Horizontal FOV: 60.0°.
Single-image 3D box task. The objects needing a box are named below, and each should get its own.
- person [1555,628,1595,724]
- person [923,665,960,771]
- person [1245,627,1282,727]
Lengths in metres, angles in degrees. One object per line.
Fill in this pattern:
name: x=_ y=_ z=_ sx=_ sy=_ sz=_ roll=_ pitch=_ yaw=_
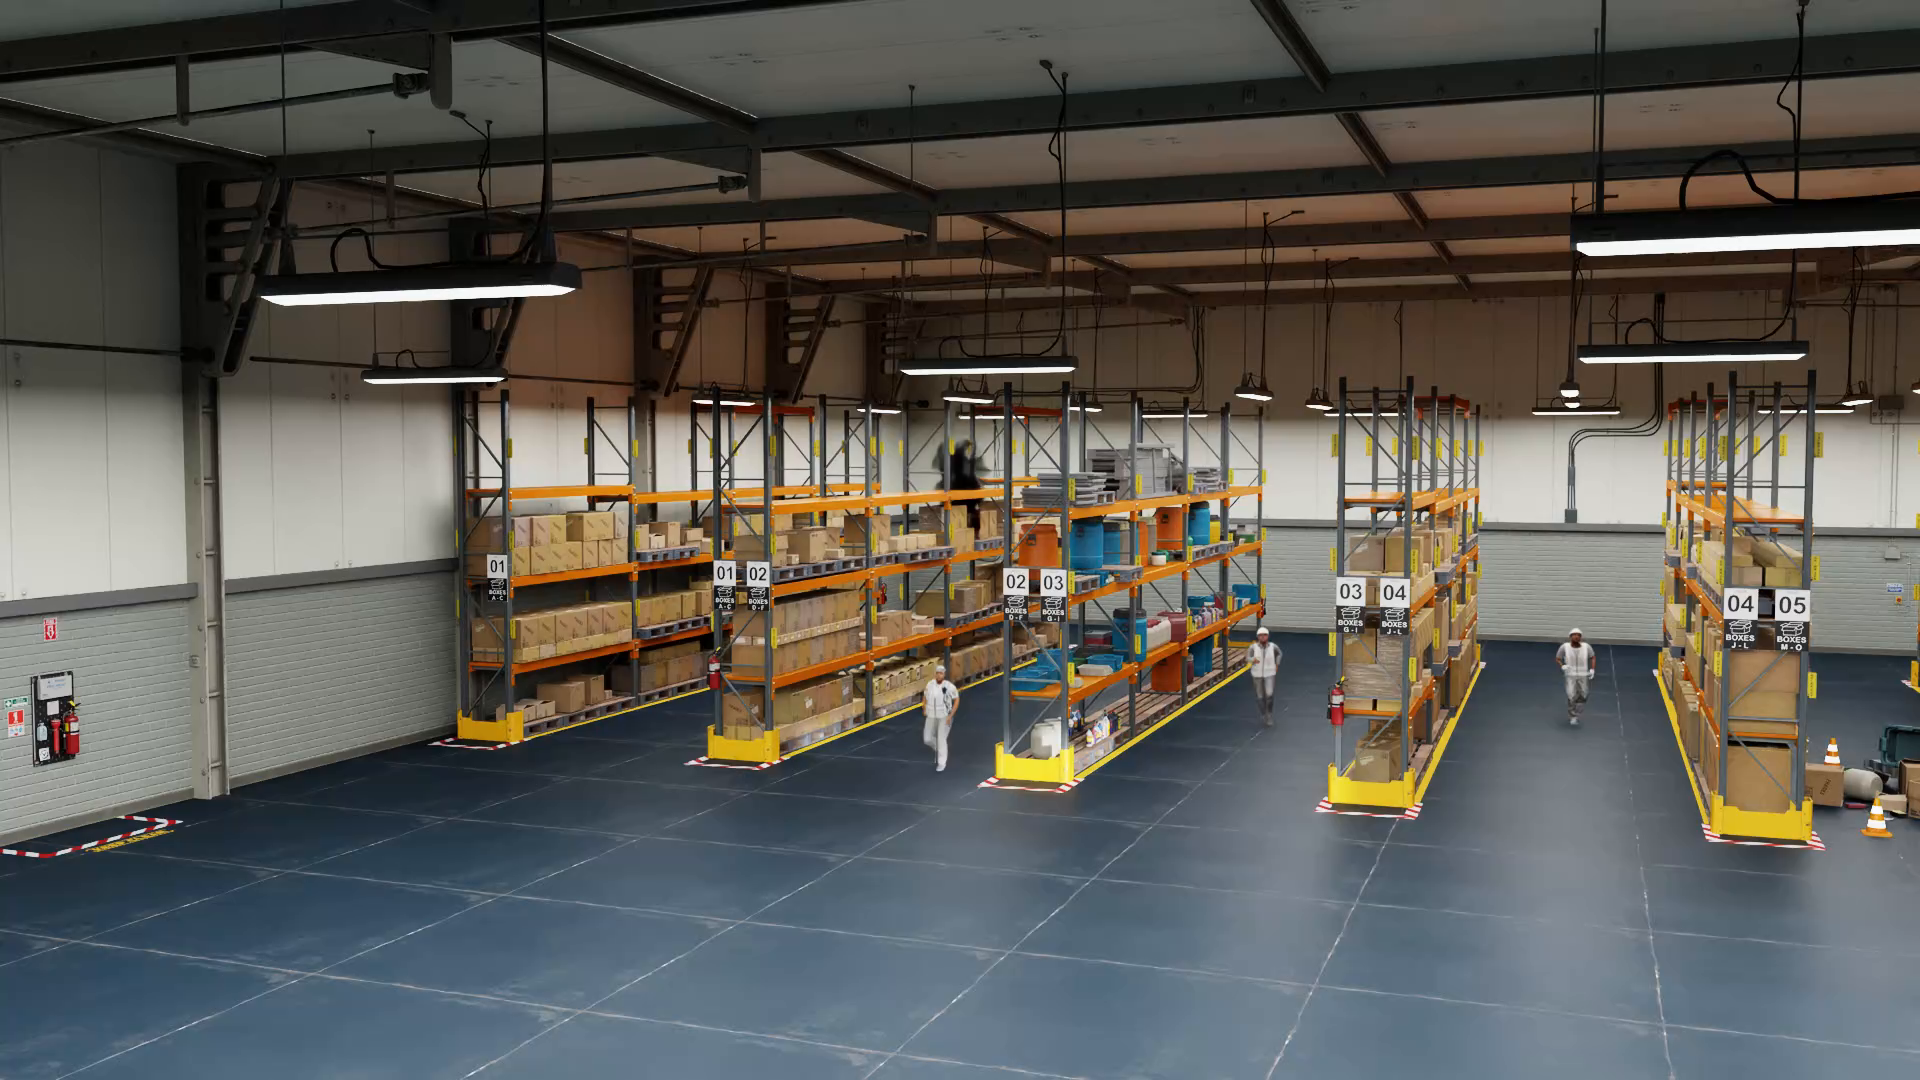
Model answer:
person: x=11.207 y=2.474 z=30.285 sx=0.718 sy=1.739 sz=0.627 roll=1 pitch=3 yaw=11
person: x=-0.333 y=2.770 z=25.946 sx=0.636 sy=1.630 sz=0.508 roll=1 pitch=3 yaw=23
person: x=5.495 y=2.471 z=30.134 sx=0.640 sy=1.795 sz=0.777 roll=1 pitch=3 yaw=15
